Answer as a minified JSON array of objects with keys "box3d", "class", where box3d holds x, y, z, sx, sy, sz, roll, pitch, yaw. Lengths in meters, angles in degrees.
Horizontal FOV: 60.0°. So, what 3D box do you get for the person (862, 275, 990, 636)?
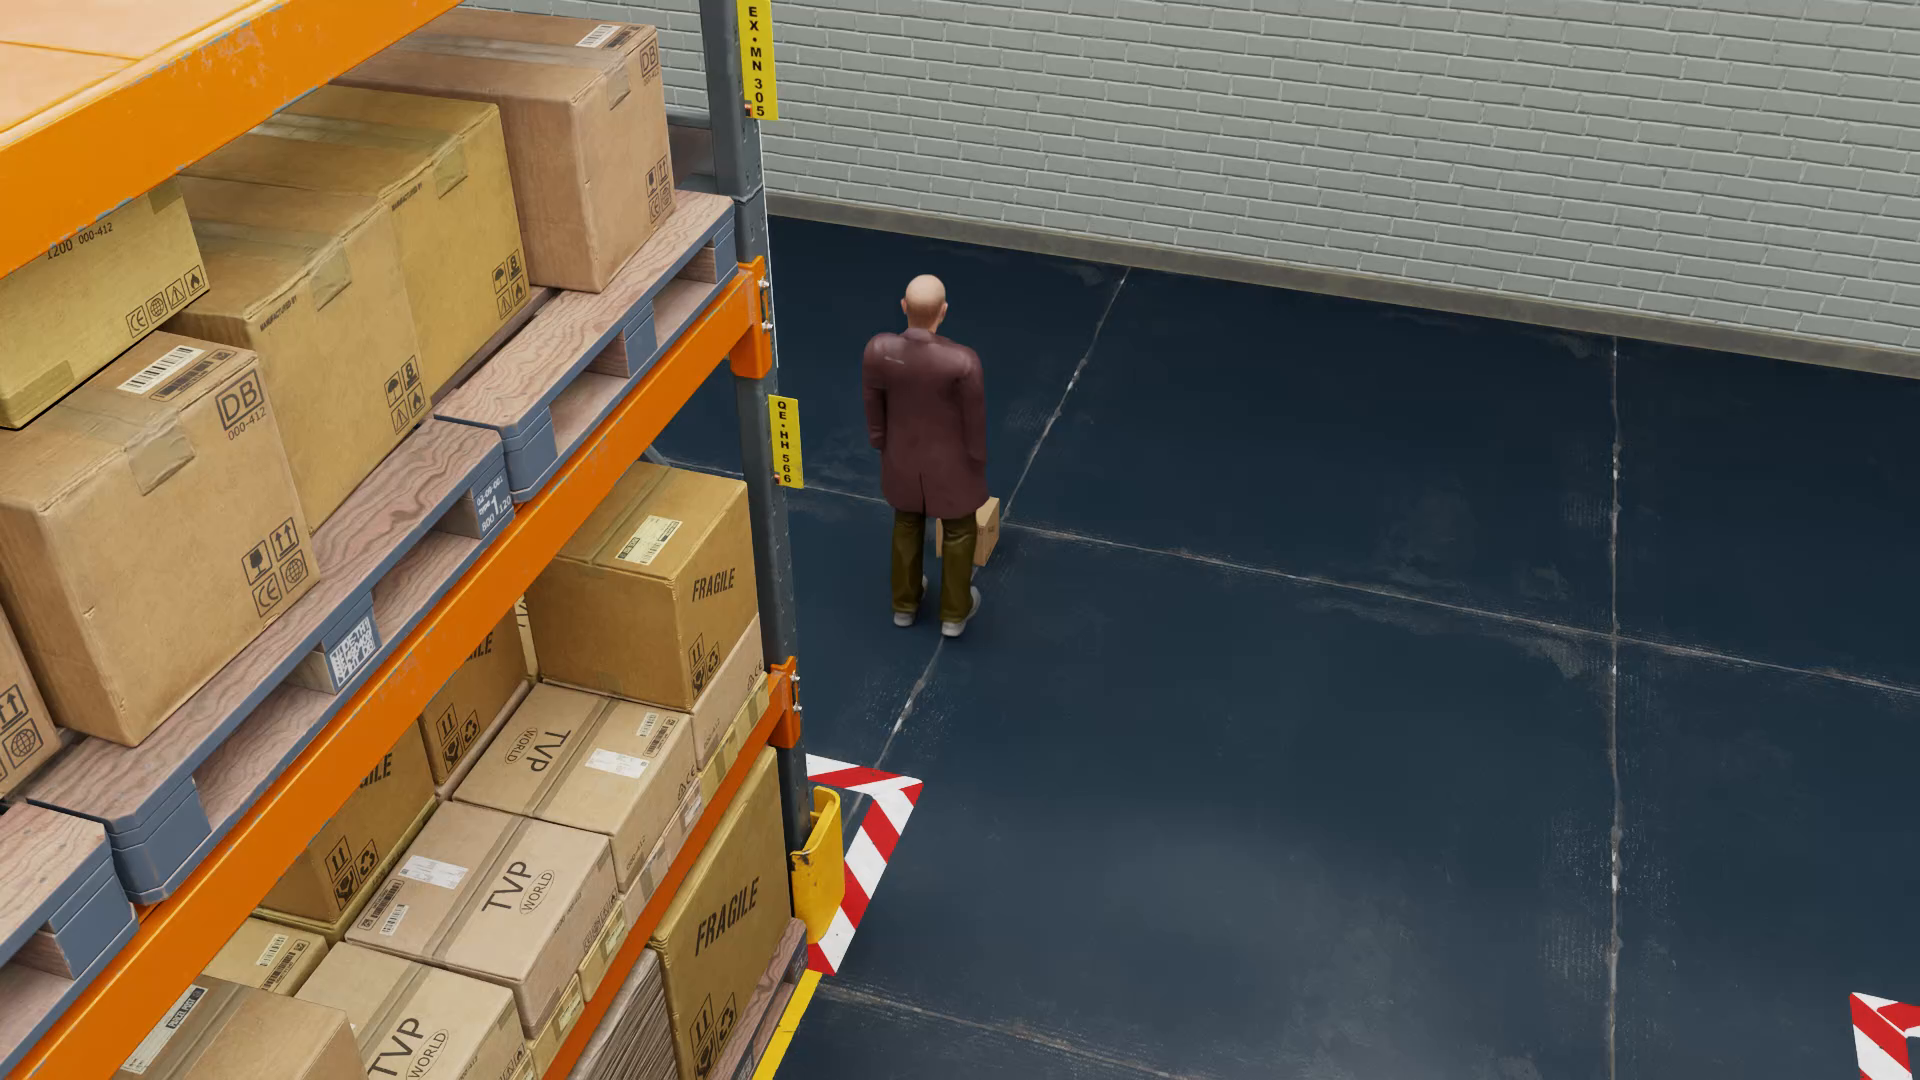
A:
[{"box3d":[-0.142,-0.375,7.431,0.565,1.773,0.379,11,38,15],"class":"person"}]
